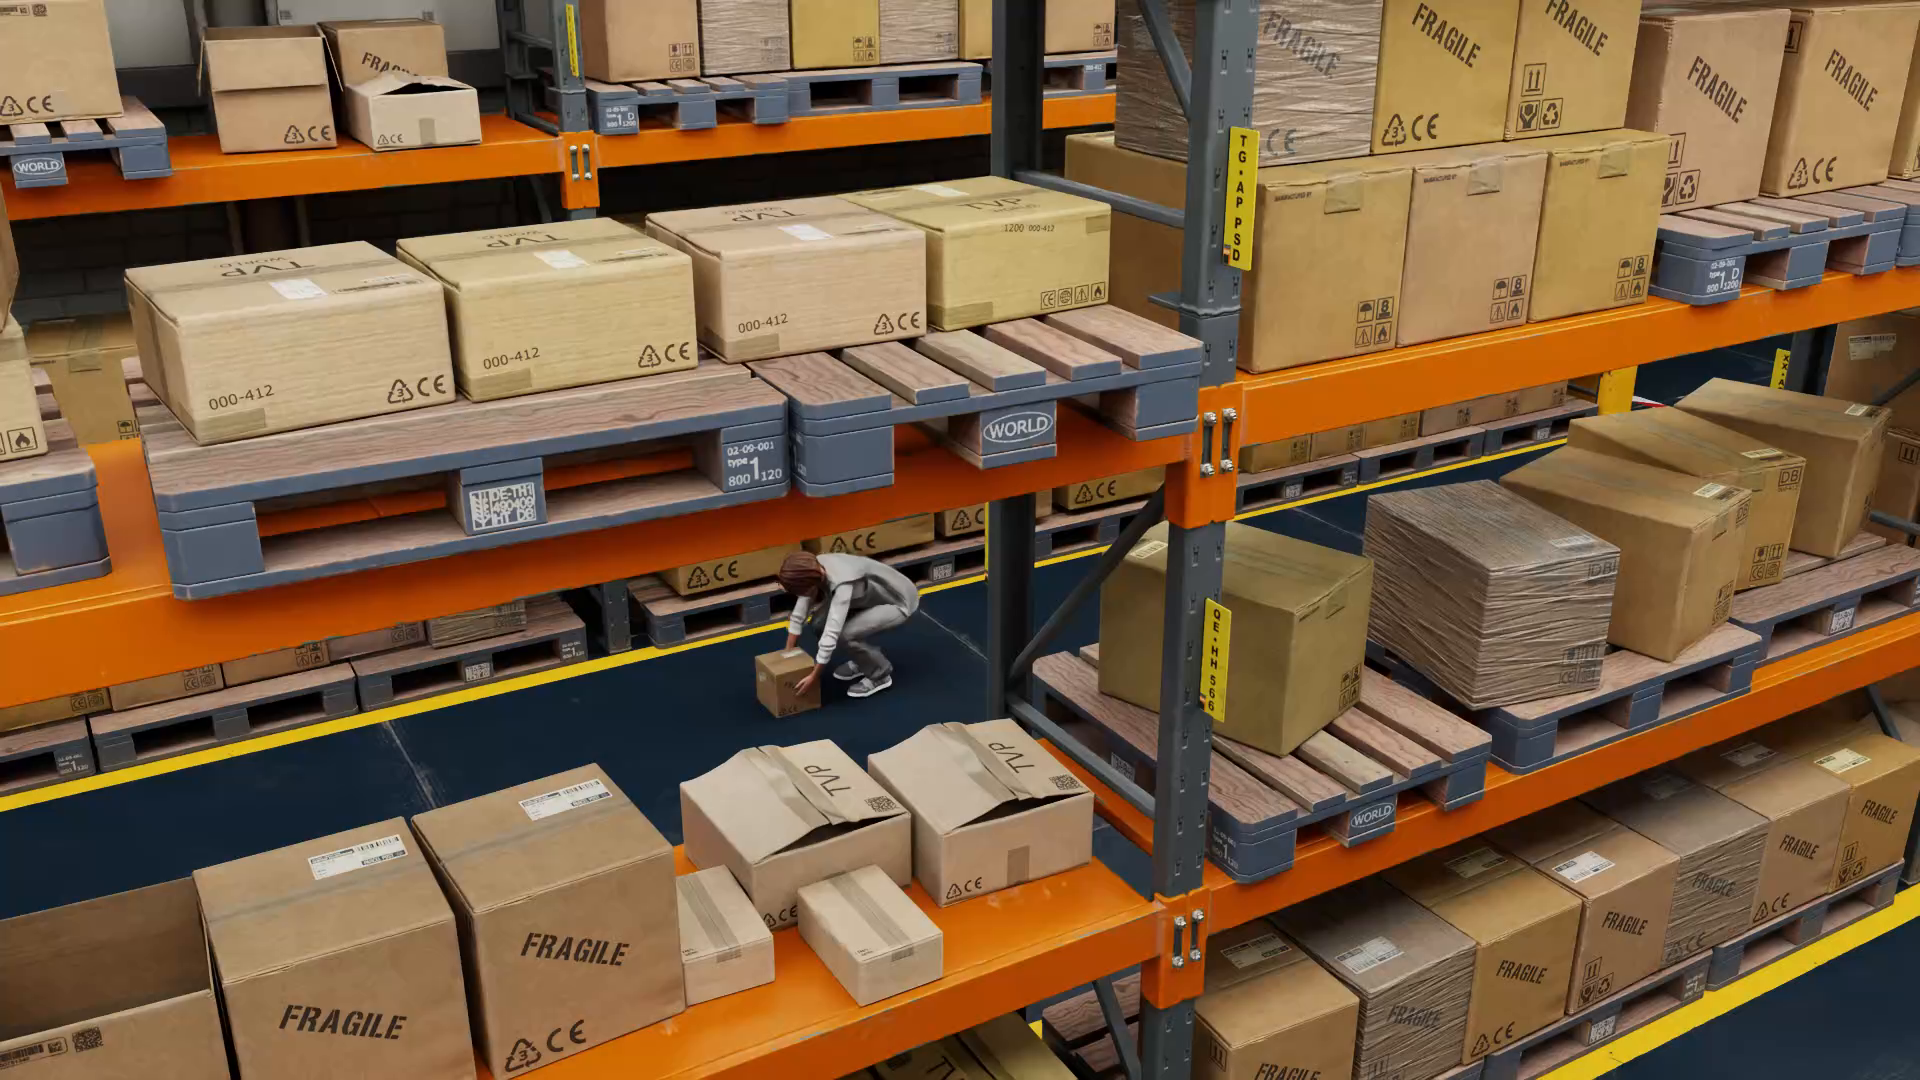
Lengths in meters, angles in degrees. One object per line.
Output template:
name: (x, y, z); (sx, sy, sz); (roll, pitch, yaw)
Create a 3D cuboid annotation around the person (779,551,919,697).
person: (-0.576, 0.402, 8.633); (0.799, 0.832, 0.442); (-13, 25, -28)
